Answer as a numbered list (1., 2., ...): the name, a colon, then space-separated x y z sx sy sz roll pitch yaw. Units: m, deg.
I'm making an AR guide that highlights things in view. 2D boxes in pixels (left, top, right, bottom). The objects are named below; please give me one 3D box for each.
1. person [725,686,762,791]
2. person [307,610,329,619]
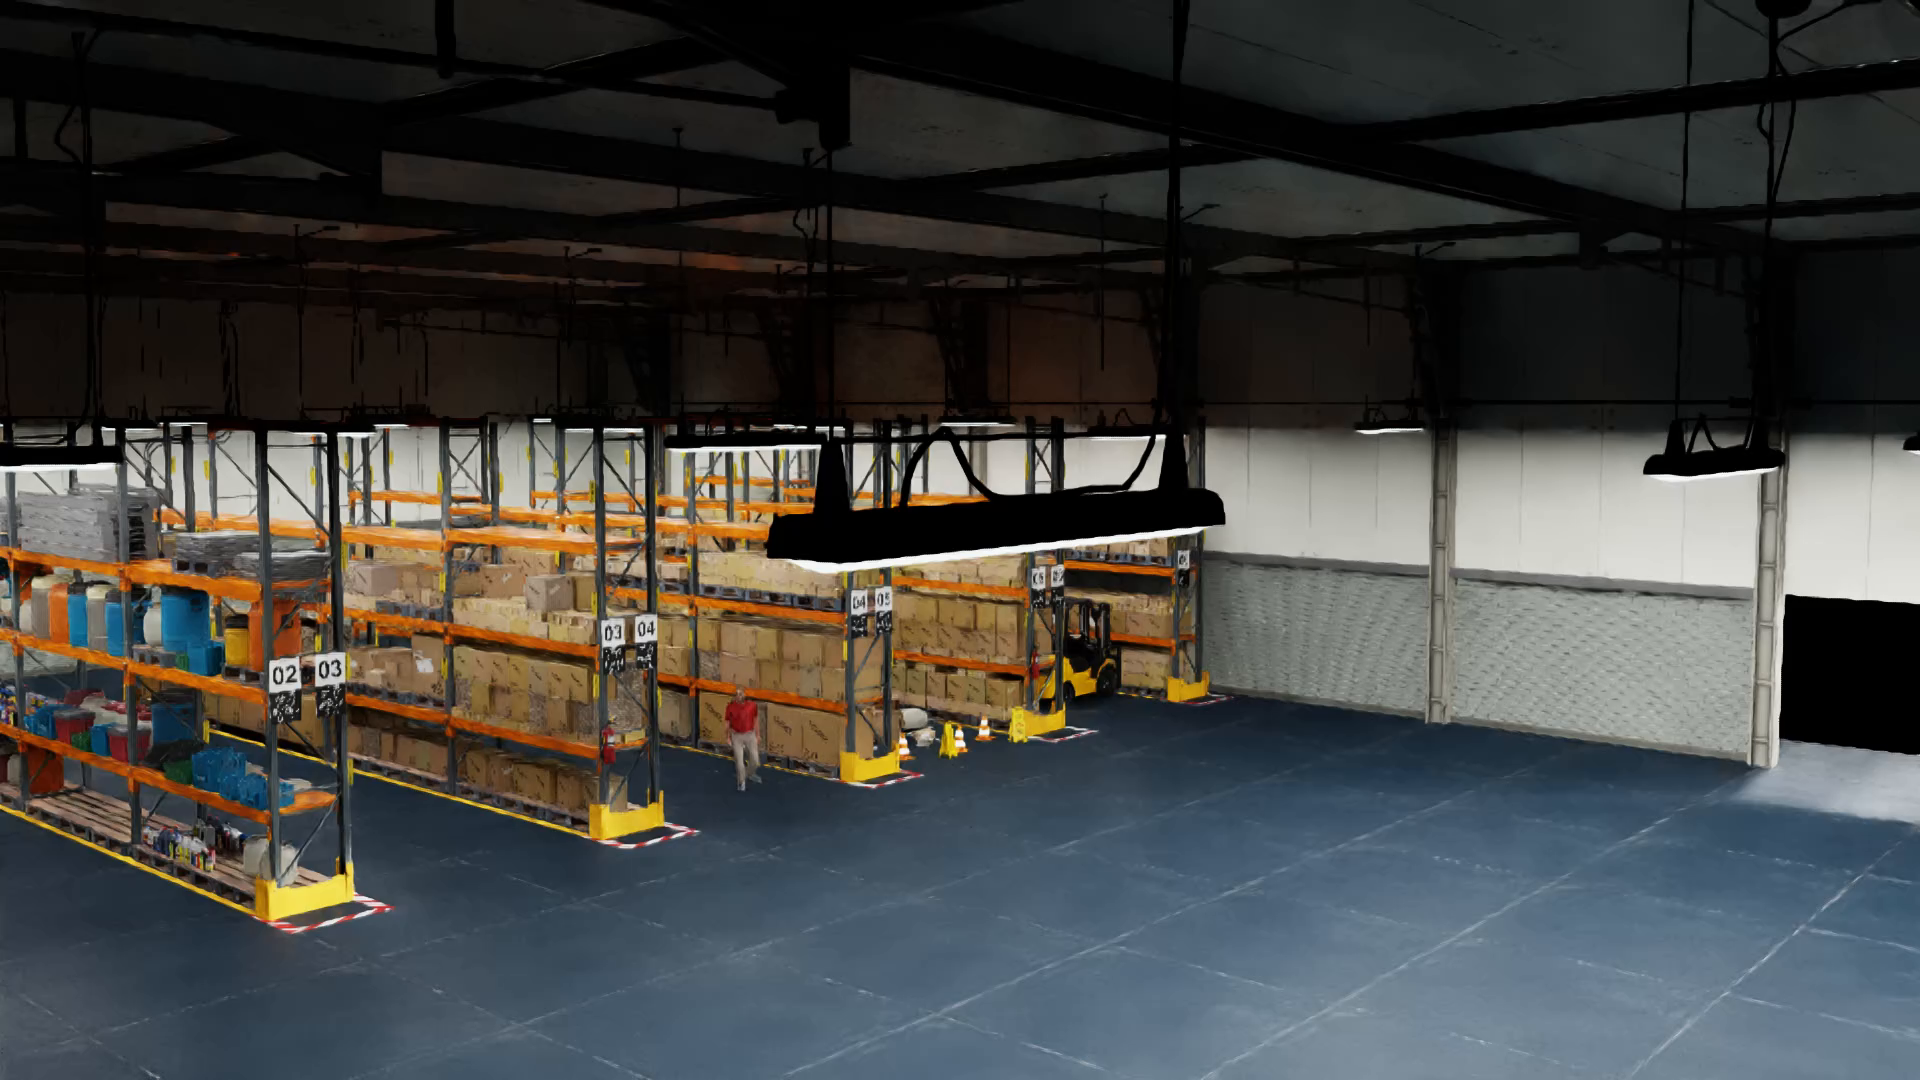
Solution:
1. person: -3.554 3.216 27.201 0.581 1.719 0.550 -1 5 -12
2. person: -16.041 2.073 41.547 0.519 1.617 0.939 -2 5 -27
